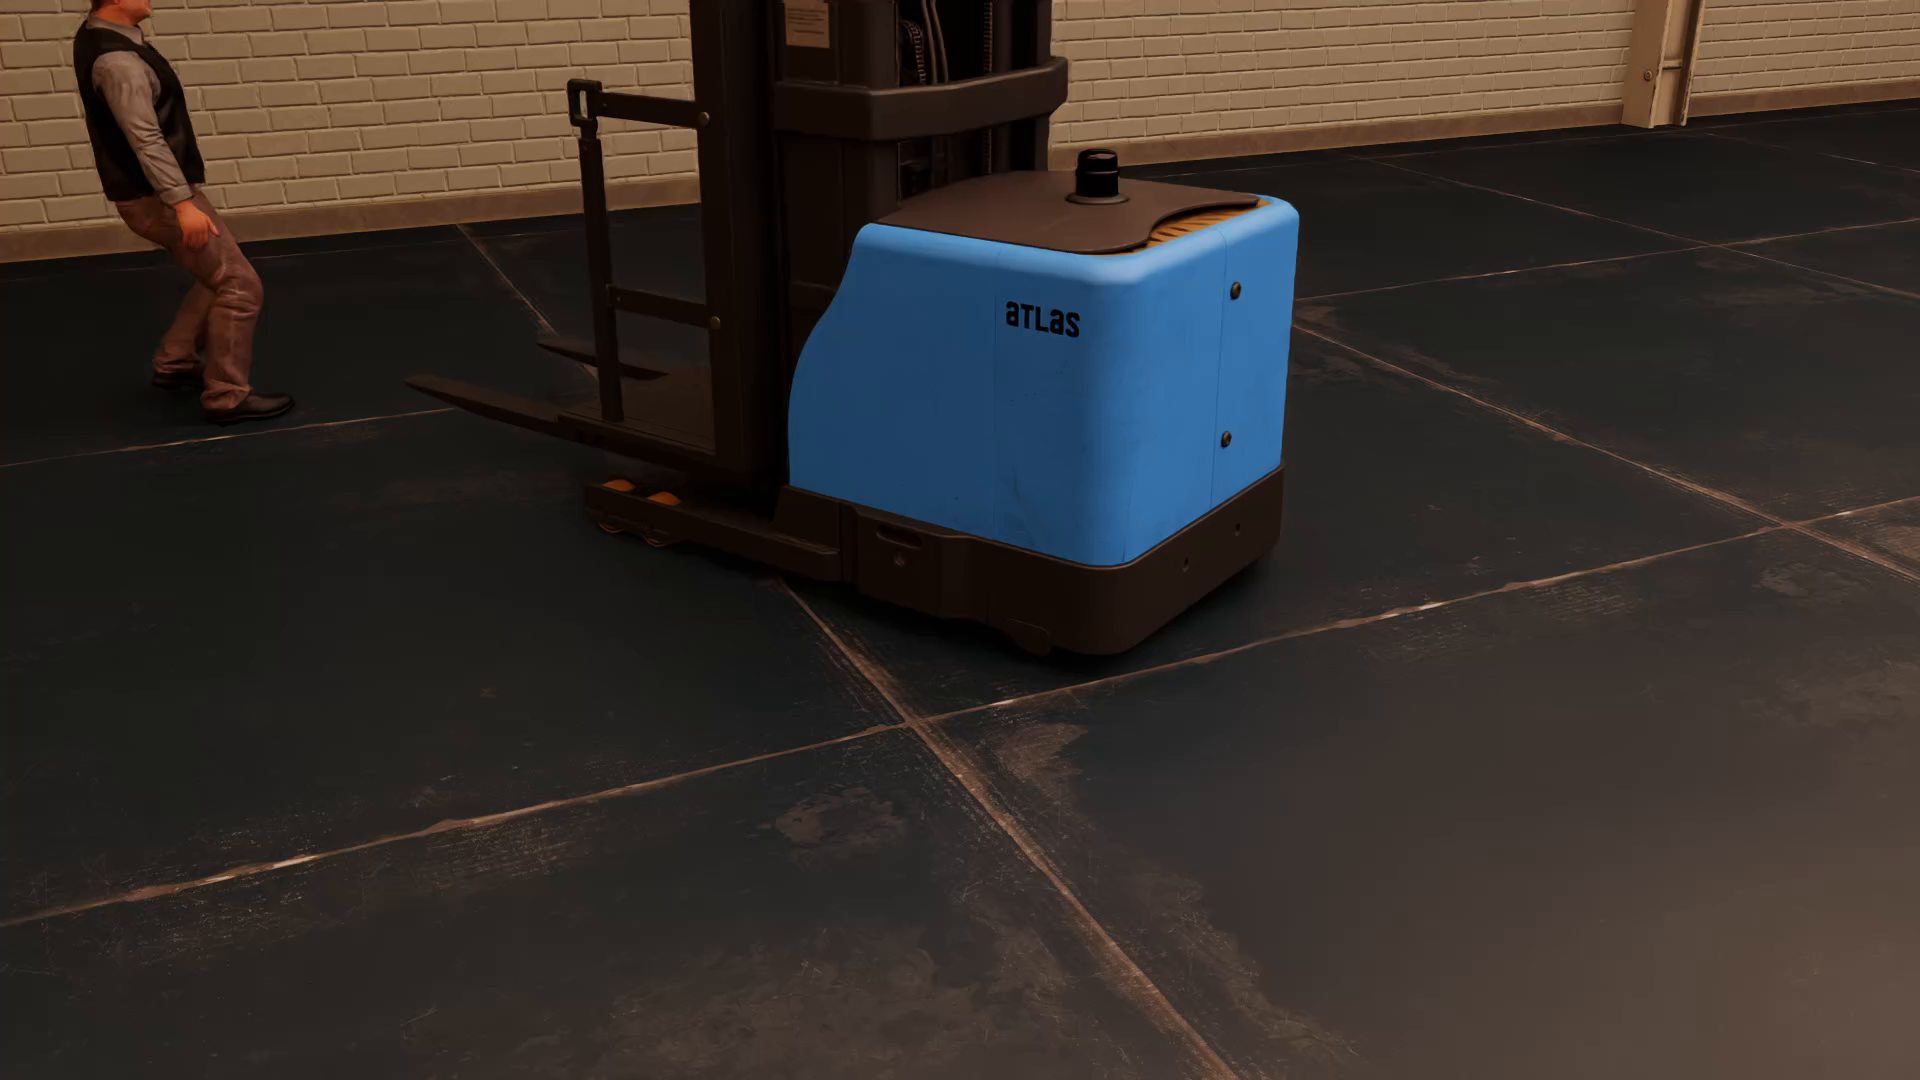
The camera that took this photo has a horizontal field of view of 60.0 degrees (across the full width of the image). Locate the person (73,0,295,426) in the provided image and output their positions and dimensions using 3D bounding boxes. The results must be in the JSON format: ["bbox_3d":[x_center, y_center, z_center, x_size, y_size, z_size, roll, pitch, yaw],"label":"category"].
[{"bbox_3d":[-2.817,-1.260,6.000,0.513,1.653,0.764,-12,25,-26],"label":"person"}]

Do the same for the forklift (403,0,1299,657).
[{"bbox_3d":[-0.549,-1.479,4.847,3.031,2.935,1.130,15,27,32],"label":"forklift"}]
